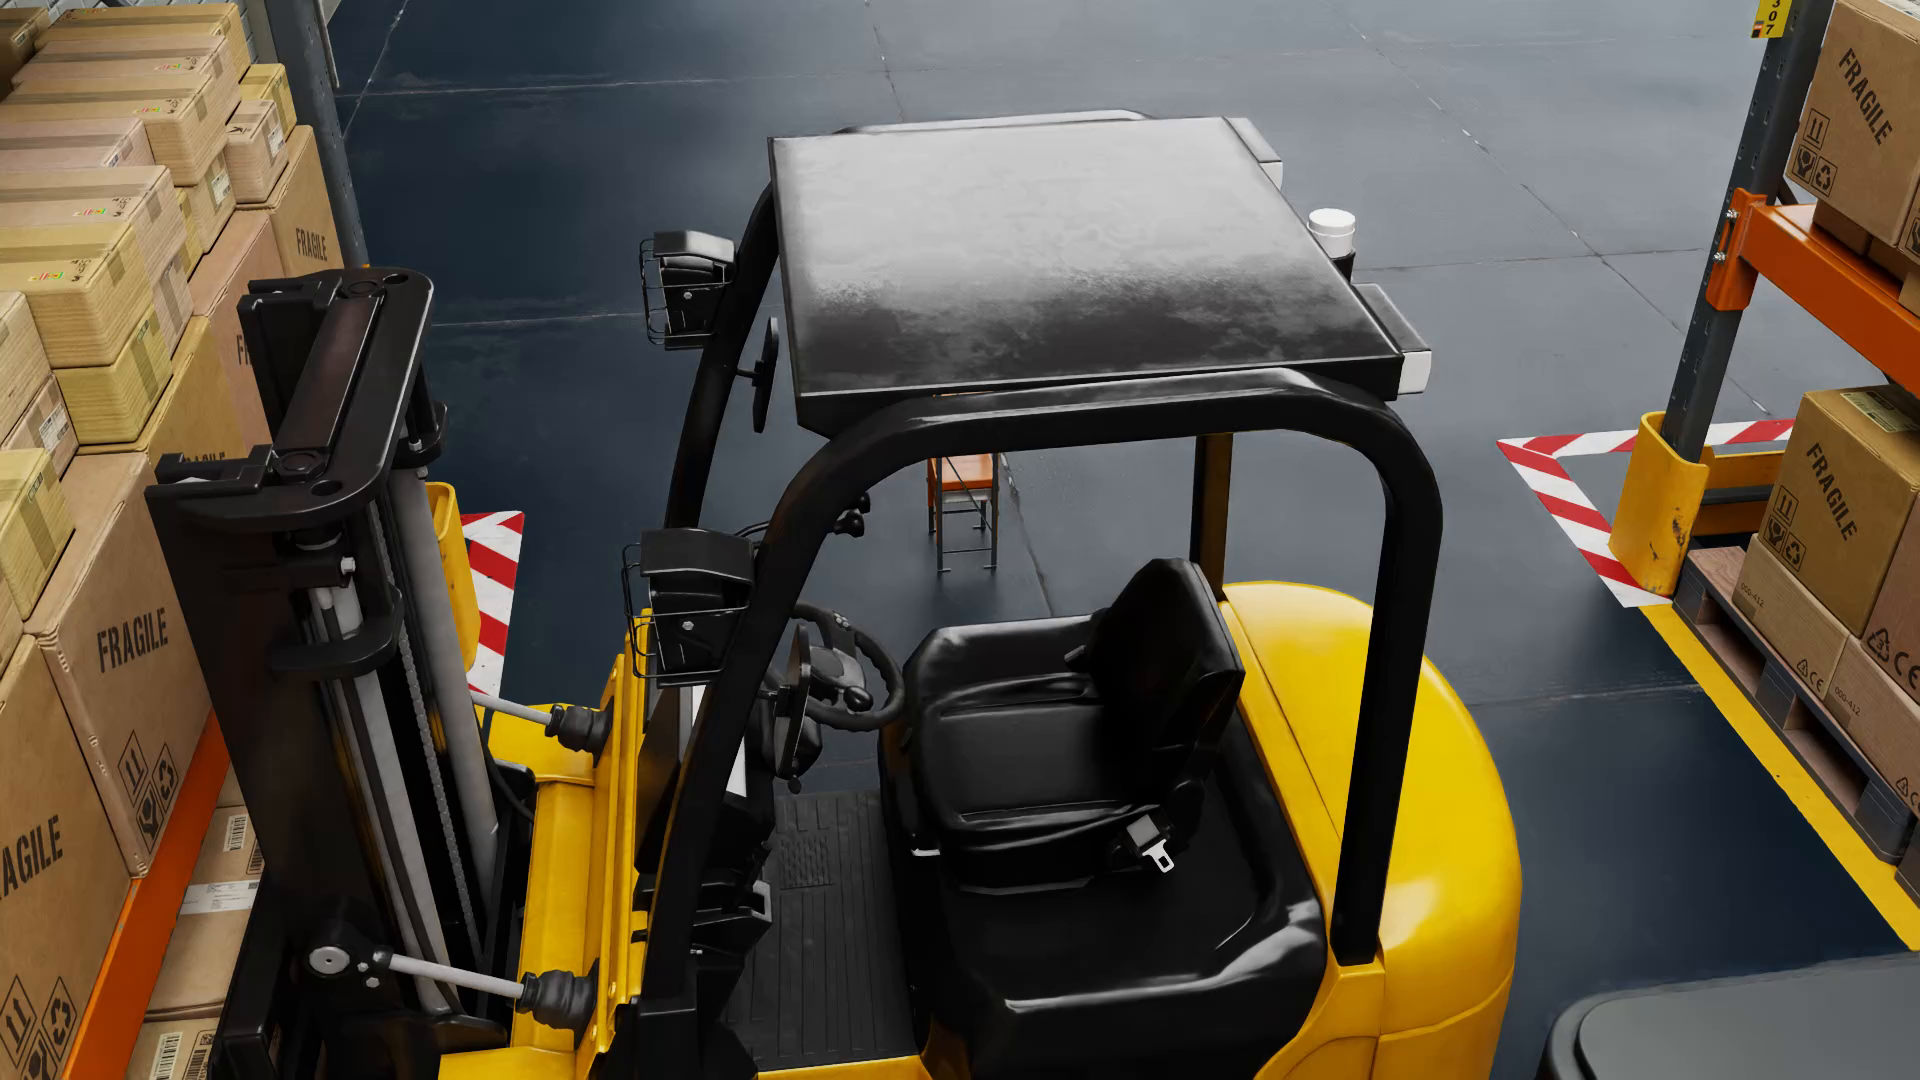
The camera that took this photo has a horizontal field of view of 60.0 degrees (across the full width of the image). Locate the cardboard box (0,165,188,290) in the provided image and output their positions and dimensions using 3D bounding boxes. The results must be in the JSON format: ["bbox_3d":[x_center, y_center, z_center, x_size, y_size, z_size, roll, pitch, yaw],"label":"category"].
[{"bbox_3d":[-1.618,-0.544,2.955,0.380,0.149,0.250,-4,34,-5],"label":"cardboard box"}]

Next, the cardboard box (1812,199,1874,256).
[{"bbox_3d":[2.653,-0.925,4.667,0.380,0.149,0.250,-4,35,-6],"label":"cardboard box"}]

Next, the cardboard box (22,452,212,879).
[{"bbox_3d":[-1.571,0.213,2.685,0.500,0.500,0.500,-4,34,-6],"label":"cardboard box"}]

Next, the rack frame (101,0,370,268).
[{"bbox_3d":[-2.106,-0.856,4.342,1.000,3.000,0.127,-4,35,-6],"label":"rack frame"}]

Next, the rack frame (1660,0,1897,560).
[{"bbox_3d":[2.812,-1.234,4.897,1.000,3.000,0.127,-4,35,-6],"label":"rack frame"}]

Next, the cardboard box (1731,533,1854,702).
[{"bbox_3d":[2.646,0.200,4.862,0.500,0.250,0.500,-5,35,-7],"label":"cardboard box"}]

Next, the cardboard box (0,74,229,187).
[{"bbox_3d":[-1.723,-0.825,3.368,0.380,0.149,0.250,-4,34,-5],"label":"cardboard box"}]

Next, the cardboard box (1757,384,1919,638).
[{"bbox_3d":[2.650,-0.097,4.631,0.500,0.500,0.500,-5,35,-8],"label":"cardboard box"}]

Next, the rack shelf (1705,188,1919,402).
[{"bbox_3d":[3.081,0.179,3.462,1.077,0.370,4.000,-4,35,-6],"label":"rack shelf"}]

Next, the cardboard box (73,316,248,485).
[{"bbox_3d":[-1.650,-0.066,3.095,0.500,0.500,0.500,-5,35,-7],"label":"cardboard box"}]

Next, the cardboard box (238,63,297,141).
[{"bbox_3d":[-1.782,-0.993,3.879,0.380,0.149,0.250,-4,34,-6],"label":"cardboard box"}]

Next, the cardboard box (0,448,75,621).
[{"bbox_3d":[-1.539,0.005,2.415,0.380,0.149,0.250,-5,35,-7],"label":"cardboard box"}]

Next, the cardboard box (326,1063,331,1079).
[{"bbox_3d":[-1.522,1.191,3.407,0.500,0.250,0.500,-3,34,-5],"label":"cardboard box"}]

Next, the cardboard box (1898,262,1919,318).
[{"bbox_3d":[2.656,-0.631,4.235,0.380,0.149,0.250,-5,35,-8],"label":"cardboard box"}]

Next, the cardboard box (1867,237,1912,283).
[{"bbox_3d":[2.701,-0.785,4.461,0.380,0.149,0.250,-4,34,-6],"label":"cardboard box"}]

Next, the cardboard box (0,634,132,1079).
[{"bbox_3d":[-1.525,0.496,2.270,0.500,0.500,0.500,-5,35,-7],"label":"cardboard box"}]

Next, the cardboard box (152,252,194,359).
[{"bbox_3d":[-1.639,-0.419,3.036,0.380,0.149,0.250,-5,35,-8],"label":"cardboard box"}]

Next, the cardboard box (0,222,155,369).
[{"bbox_3d":[-1.578,-0.400,2.744,0.380,0.149,0.250,-4,34,-5],"label":"cardboard box"}]

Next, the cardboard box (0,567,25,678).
[{"bbox_3d":[-1.494,0.153,2.198,0.380,0.149,0.250,-5,35,-8],"label":"cardboard box"}]

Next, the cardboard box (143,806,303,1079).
[{"bbox_3d":[-1.522,0.776,3.129,0.500,0.250,0.500,-5,35,-7],"label":"cardboard box"}]

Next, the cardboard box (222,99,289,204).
[{"bbox_3d":[-1.718,-0.853,3.673,0.380,0.149,0.250,-4,34,-6],"label":"cardboard box"}]

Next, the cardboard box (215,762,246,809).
[{"bbox_3d":[-1.583,0.492,3.545,0.500,0.250,0.500,-4,34,-6],"label":"cardboard box"}]

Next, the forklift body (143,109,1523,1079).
[{"bbox_3d":[-0.043,0.415,3.231,2.313,2.155,1.214,-4,35,-6],"label":"forklift body"}]

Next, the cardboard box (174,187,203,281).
[{"bbox_3d":[-1.722,-0.564,3.249,0.380,0.149,0.250,-5,35,-7],"label":"cardboard box"}]

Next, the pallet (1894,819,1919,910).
[{"bbox_3d":[3.057,1.096,3.954,1.003,0.211,1.213,-4,35,-6],"label":"pallet"}]

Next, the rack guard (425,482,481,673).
[{"bbox_3d":[-2.109,0.164,5.066,1.175,0.500,0.348,-4,35,-6],"label":"rack guard"}]

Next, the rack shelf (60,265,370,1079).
[{"bbox_3d":[-1.837,0.557,2.907,1.077,0.370,4.000,-4,35,-6],"label":"rack shelf"}]

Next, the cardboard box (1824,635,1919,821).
[{"bbox_3d":[2.708,0.485,4.443,0.500,0.250,0.500,-3,34,-5],"label":"cardboard box"}]

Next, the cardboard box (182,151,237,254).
[{"bbox_3d":[-1.744,-0.703,3.454,0.380,0.149,0.250,-4,34,-5],"label":"cardboard box"}]

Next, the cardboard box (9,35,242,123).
[{"bbox_3d":[-1.785,-0.969,3.579,0.380,0.149,0.250,-4,35,-6],"label":"cardboard box"}]

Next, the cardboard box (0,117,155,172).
[{"bbox_3d":[-1.763,-0.681,3.156,0.380,0.149,0.250,-4,34,-6],"label":"cardboard box"}]

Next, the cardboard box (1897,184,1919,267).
[{"bbox_3d":[2.674,-0.824,3.943,0.500,0.500,0.500,-3,34,-5],"label":"cardboard box"}]

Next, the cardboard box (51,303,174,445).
[{"bbox_3d":[-1.585,-0.279,2.831,0.380,0.149,0.250,-4,34,-6],"label":"cardboard box"}]

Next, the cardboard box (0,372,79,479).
[{"bbox_3d":[-1.641,-0.133,2.617,0.380,0.149,0.250,-5,35,-7],"label":"cardboard box"}]

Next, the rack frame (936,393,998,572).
[{"bbox_3d":[0.024,-0.336,5.311,0.200,1.050,0.008,-4,35,-6],"label":"rack frame"}]

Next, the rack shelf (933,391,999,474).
[{"bbox_3d":[0.007,-0.395,5.416,0.215,0.259,0.240,-4,35,-6],"label":"rack shelf"}]

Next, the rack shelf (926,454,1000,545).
[{"bbox_3d":[0.007,-0.166,5.573,0.215,0.259,0.240,-4,35,-6],"label":"rack shelf"}]

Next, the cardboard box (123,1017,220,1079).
[{"bbox_3d":[-1.459,1.069,2.698,0.500,0.250,0.500,-3,34,-5],"label":"cardboard box"}]

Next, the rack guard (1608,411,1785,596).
[{"bbox_3d":[2.822,-0.159,5.539,1.175,0.500,0.348,-4,35,-6],"label":"rack guard"}]

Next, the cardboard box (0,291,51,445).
[{"bbox_3d":[-1.637,-0.249,2.523,0.380,0.149,0.250,-4,34,-6],"label":"cardboard box"}]

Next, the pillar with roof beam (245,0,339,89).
[{"bbox_3d":[0.553,-6.552,7.374,9.100,9.000,0.400,-4,35,-6],"label":"pillar with roof beam"}]

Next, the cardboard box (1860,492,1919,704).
[{"bbox_3d":[2.725,0.195,4.204,0.500,0.500,0.500,-6,35,-8],"label":"cardboard box"}]

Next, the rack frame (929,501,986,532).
[{"bbox_3d":[-0.009,-0.472,5.510,0.200,1.050,0.008,-4,35,-6],"label":"rack frame"}]

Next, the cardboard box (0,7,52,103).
[{"bbox_3d":[-2.273,-1.085,3.749,0.380,0.149,0.250,-5,35,-7],"label":"cardboard box"}]

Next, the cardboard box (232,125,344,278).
[{"bbox_3d":[-1.780,-0.643,3.940,0.500,0.500,0.500,-5,35,-7],"label":"cardboard box"}]

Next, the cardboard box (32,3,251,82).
[{"bbox_3d":[-1.849,-1.104,3.778,0.380,0.149,0.250,-4,35,-6],"label":"cardboard box"}]

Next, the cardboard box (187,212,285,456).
[{"bbox_3d":[-1.719,-0.352,3.515,0.500,0.500,0.500,-3,34,-5],"label":"cardboard box"}]

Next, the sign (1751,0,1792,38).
[{"bbox_3d":[2.274,-1.551,4.593,0.100,0.325,0.005,-4,35,-6],"label":"sign"}]

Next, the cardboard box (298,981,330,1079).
[{"bbox_3d":[-1.520,0.995,3.251,0.500,0.250,0.500,-4,35,-7],"label":"cardboard box"}]

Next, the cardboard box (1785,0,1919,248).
[{"bbox_3d":[2.601,-1.113,4.366,0.500,0.500,0.500,-5,35,-7],"label":"cardboard box"}]

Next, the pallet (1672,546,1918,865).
[{"bbox_3d":[2.896,0.417,4.951,1.003,0.211,1.213,-4,35,-6],"label":"pallet"}]

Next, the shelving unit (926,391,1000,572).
[{"bbox_3d":[0.007,-0.404,5.411,0.215,1.050,0.252,-4,35,-6],"label":"shelving unit"}]
